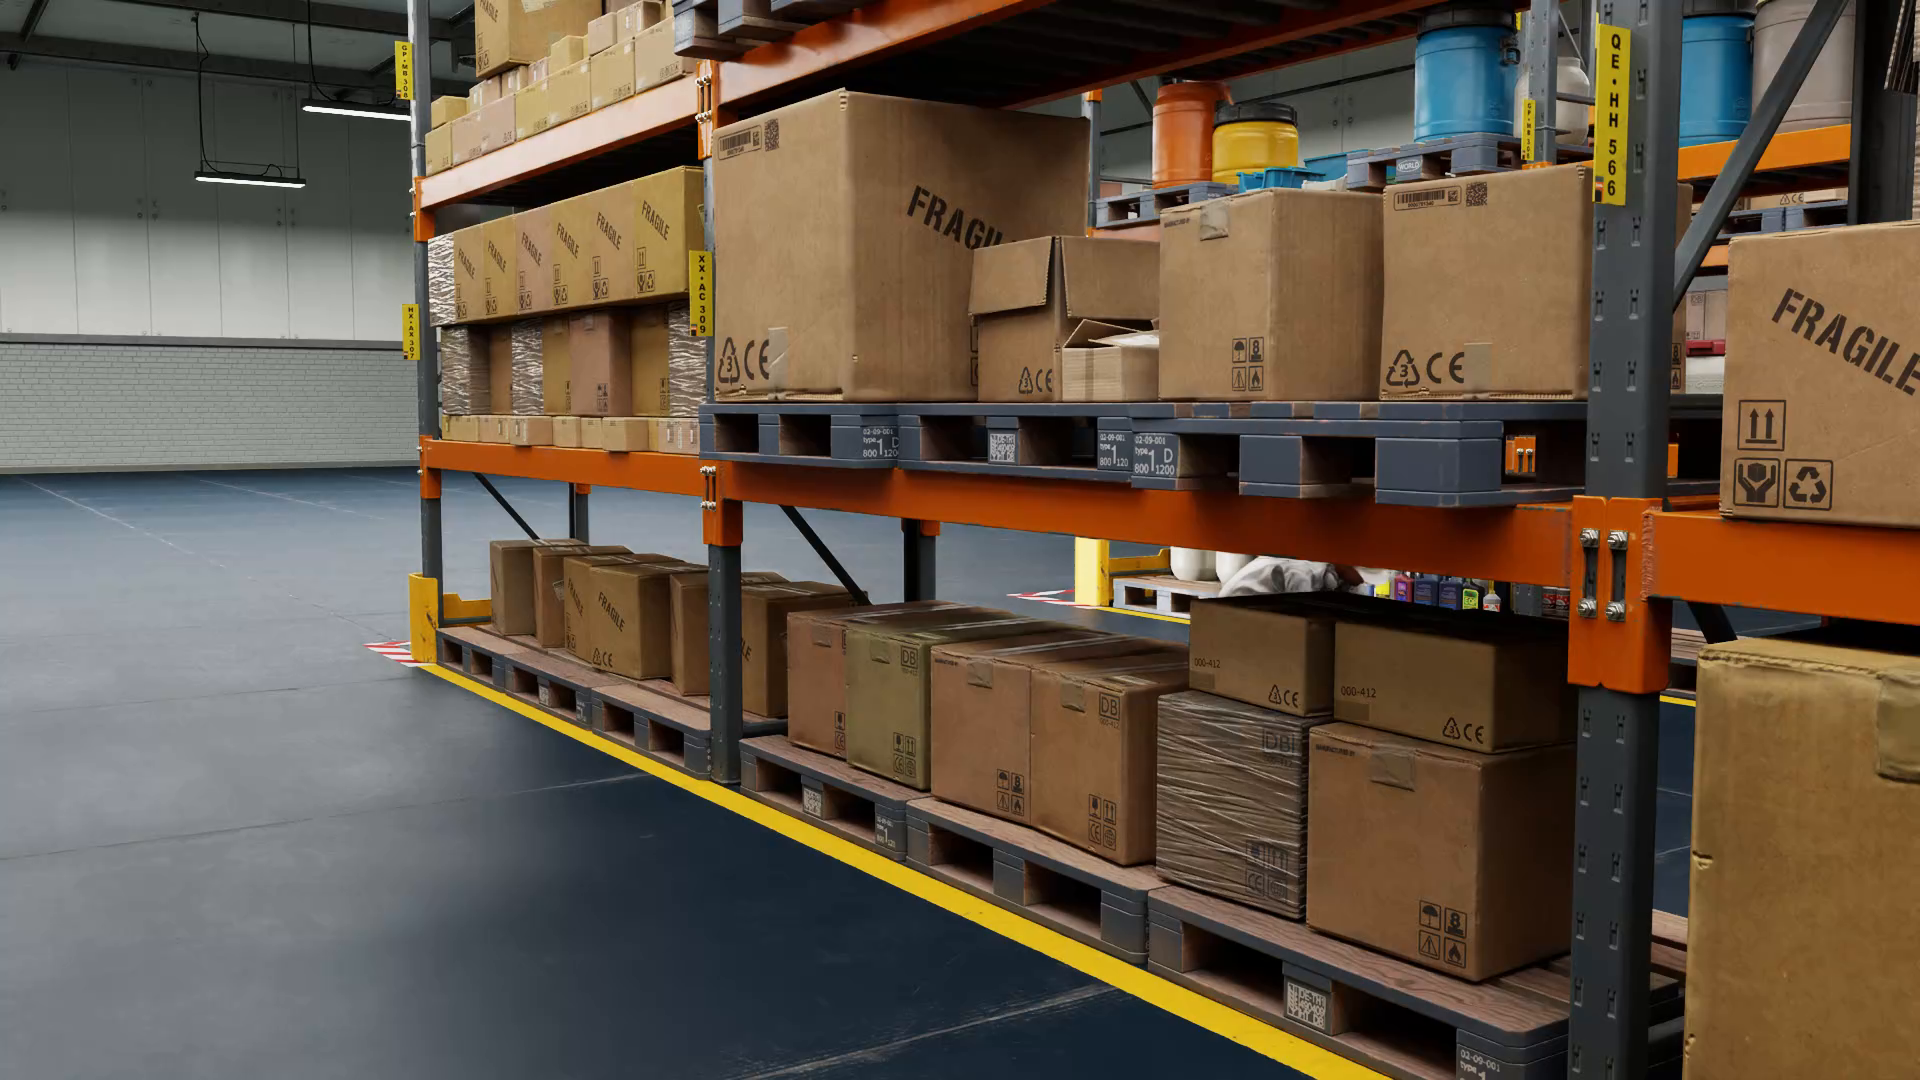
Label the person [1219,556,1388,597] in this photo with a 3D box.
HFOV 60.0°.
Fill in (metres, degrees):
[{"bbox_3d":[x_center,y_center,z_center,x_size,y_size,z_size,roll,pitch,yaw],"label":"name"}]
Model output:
[{"bbox_3d":[1.701,0.382,8.191,0.535,0.930,0.912,-3,6,-34],"label":"person"}]
